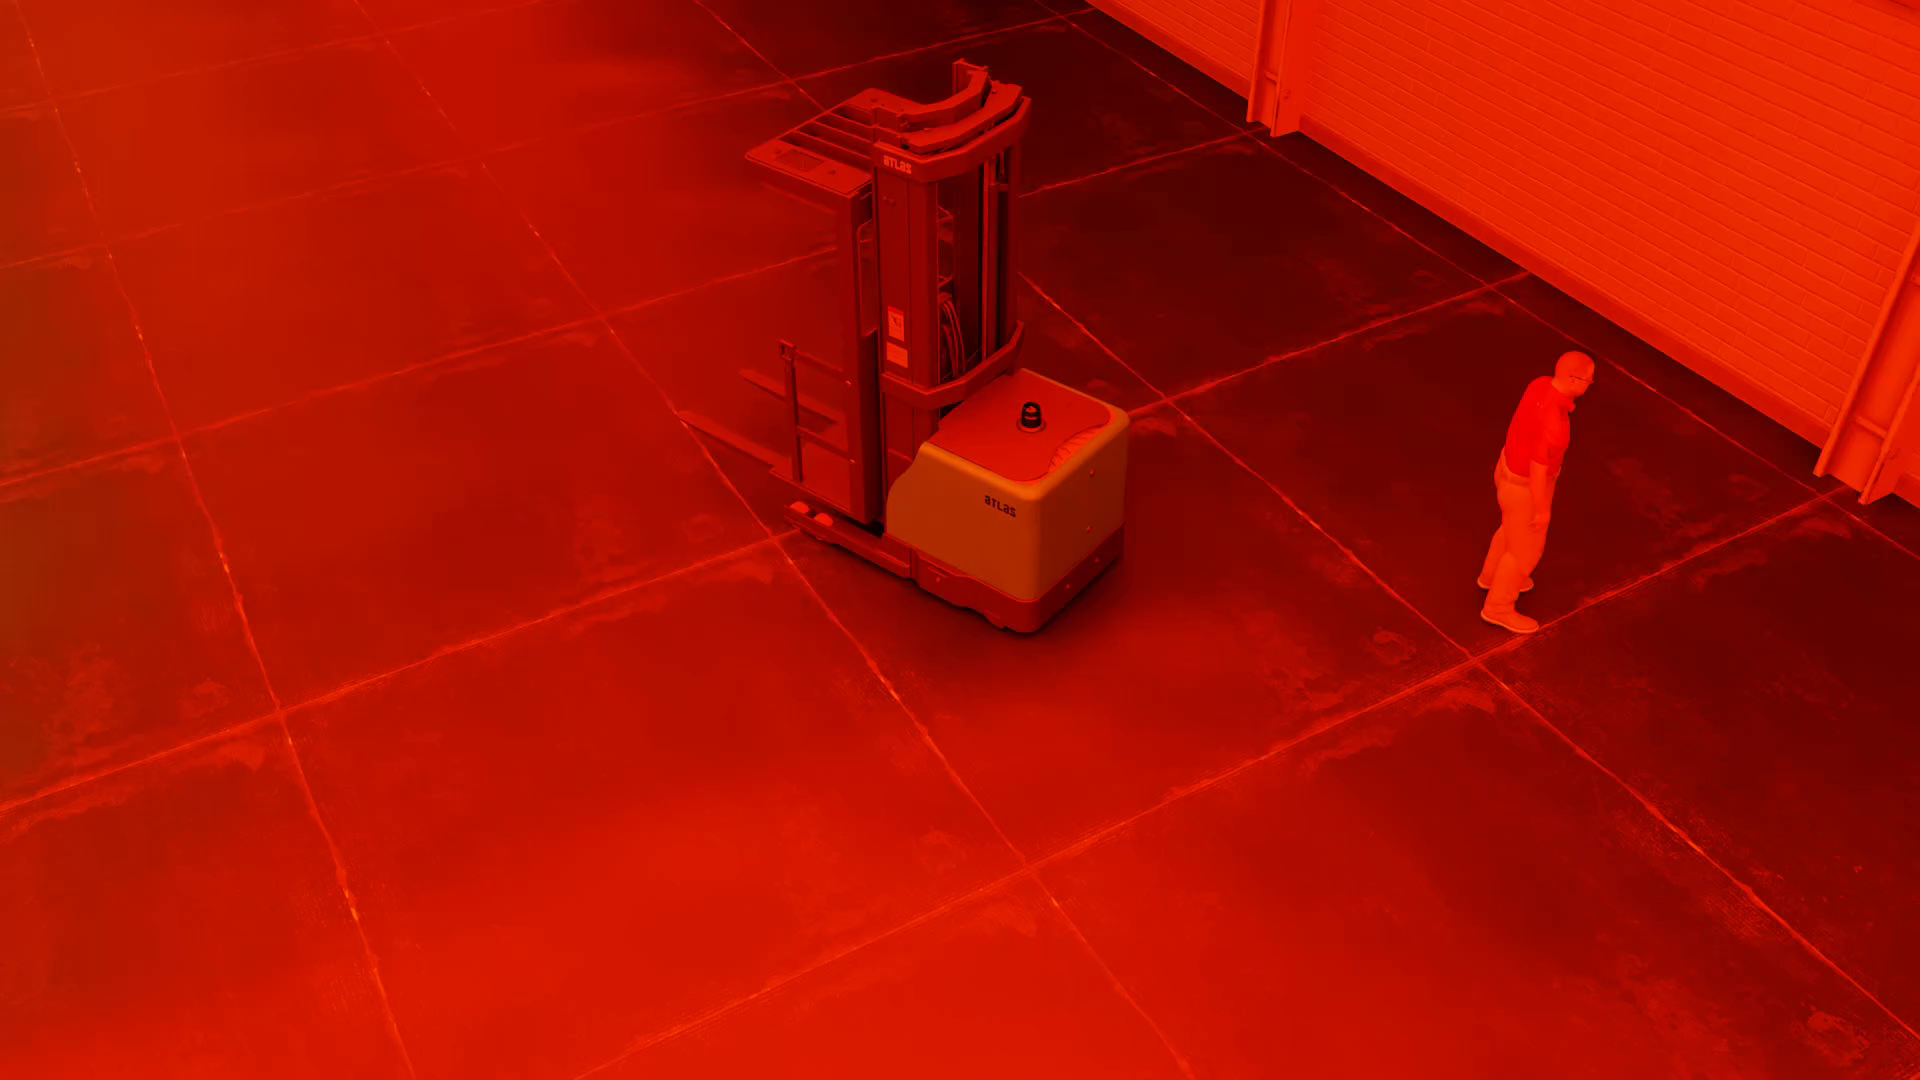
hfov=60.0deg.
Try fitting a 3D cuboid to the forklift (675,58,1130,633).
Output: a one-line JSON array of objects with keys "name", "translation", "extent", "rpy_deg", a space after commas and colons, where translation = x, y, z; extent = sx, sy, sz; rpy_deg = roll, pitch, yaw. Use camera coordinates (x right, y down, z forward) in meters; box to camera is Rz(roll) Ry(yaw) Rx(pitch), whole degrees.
[{"name": "forklift", "translation": [-0.481, -1.366, 9.683], "extent": [3.031, 2.935, 1.130], "rpy_deg": [26, 46, 28]}]

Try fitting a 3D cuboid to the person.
[{"name": "person", "translation": [3.220, -0.309, 9.351], "extent": [0.399, 1.725, 0.598], "rpy_deg": [5, 40, 6]}]
